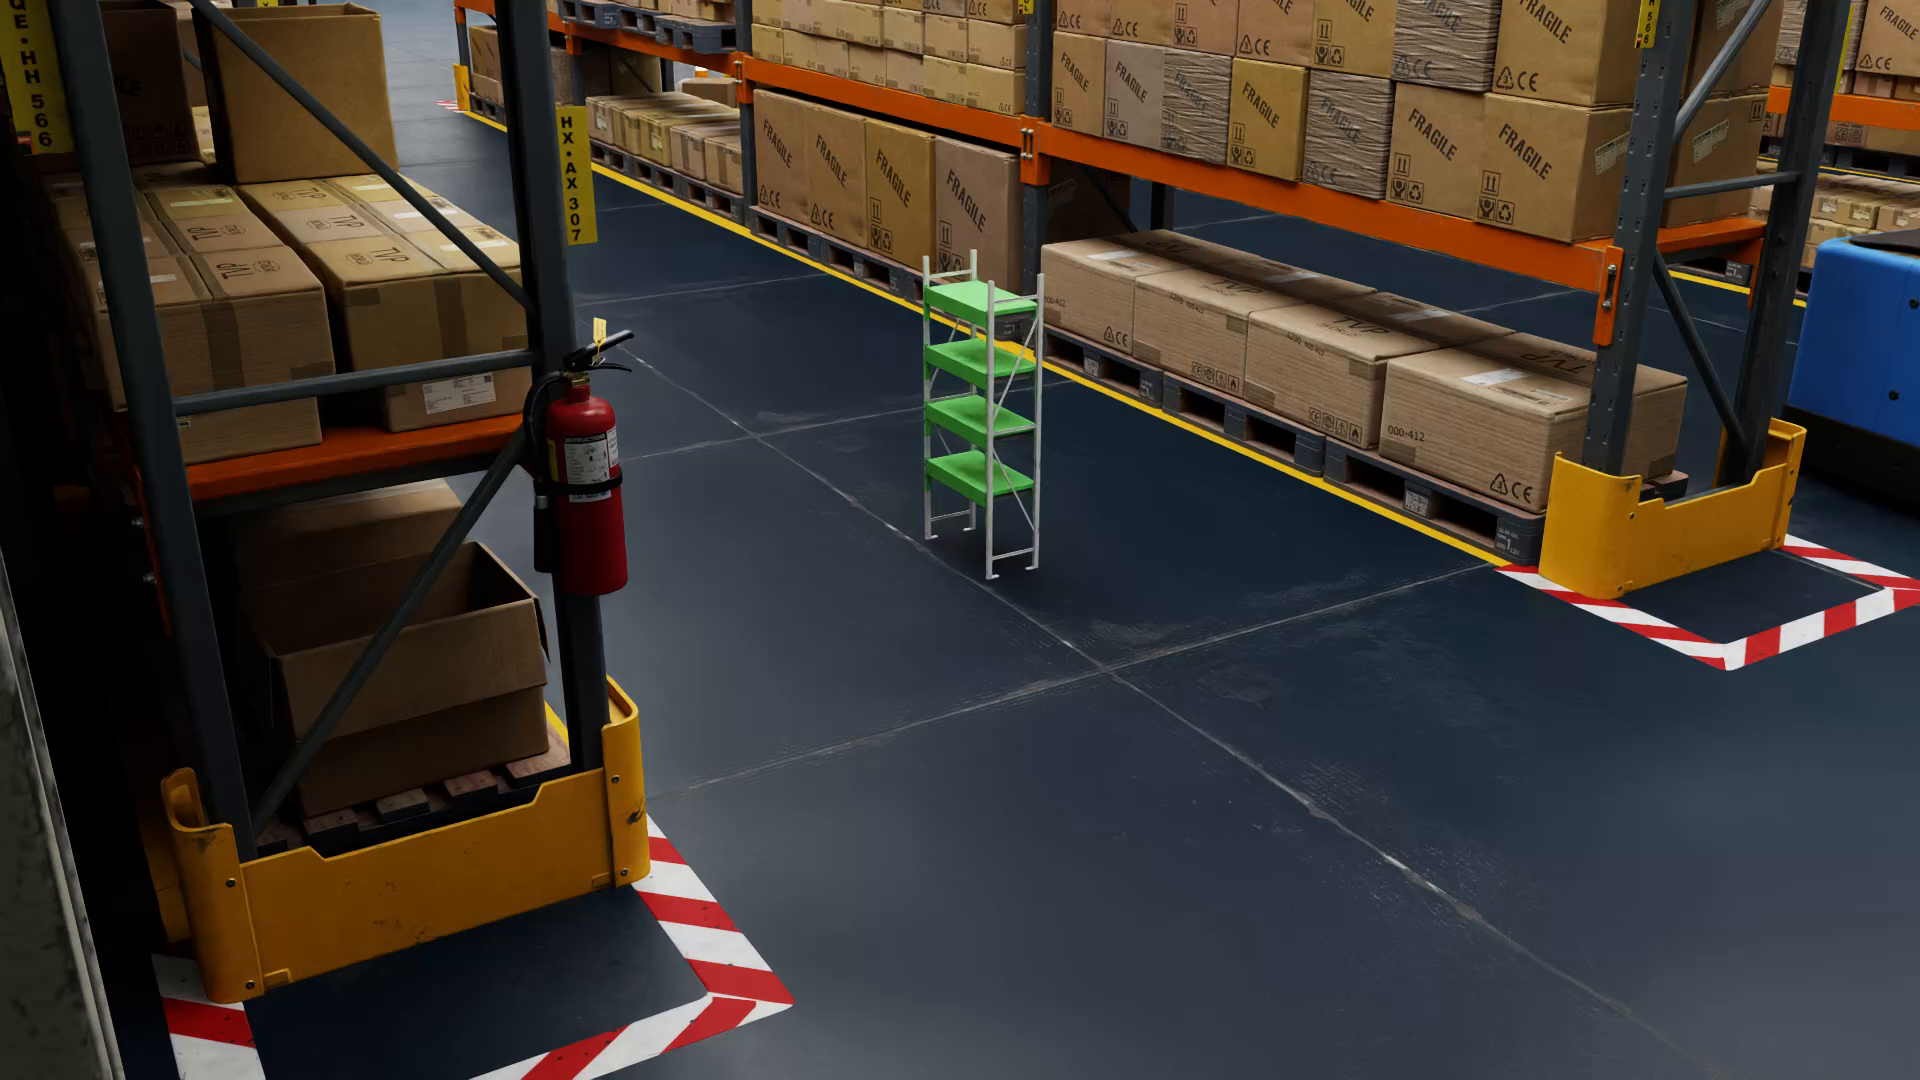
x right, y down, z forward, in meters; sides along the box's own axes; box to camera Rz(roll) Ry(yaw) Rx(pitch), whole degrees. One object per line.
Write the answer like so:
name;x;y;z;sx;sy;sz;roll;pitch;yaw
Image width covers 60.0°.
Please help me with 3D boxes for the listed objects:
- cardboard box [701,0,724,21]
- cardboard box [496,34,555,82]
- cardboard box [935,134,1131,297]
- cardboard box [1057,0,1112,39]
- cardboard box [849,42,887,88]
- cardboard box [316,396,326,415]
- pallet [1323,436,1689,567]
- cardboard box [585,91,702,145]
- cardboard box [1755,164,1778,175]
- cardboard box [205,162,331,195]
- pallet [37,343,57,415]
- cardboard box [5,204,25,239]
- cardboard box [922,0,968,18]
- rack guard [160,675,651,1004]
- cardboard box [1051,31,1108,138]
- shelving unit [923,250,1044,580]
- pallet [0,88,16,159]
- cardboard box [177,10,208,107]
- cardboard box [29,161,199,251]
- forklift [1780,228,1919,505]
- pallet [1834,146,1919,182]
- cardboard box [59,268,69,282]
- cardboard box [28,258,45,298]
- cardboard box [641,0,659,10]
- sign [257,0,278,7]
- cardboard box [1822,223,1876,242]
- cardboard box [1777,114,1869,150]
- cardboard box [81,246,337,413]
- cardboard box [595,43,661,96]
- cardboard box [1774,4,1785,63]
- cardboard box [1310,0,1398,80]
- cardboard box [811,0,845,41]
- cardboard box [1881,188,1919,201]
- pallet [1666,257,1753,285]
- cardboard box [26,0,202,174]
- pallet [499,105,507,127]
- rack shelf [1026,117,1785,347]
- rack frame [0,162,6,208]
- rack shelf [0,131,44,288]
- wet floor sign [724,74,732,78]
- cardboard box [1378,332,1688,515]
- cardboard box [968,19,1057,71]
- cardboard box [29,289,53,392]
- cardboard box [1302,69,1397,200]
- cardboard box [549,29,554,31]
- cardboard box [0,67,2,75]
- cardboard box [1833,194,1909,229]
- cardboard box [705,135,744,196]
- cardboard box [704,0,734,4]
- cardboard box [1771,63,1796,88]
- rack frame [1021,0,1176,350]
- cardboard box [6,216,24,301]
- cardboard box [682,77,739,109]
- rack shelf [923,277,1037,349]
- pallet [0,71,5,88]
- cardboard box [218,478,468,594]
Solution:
cardboard box;-1.790;-4.125;12.925;0.380;0.149;0.250;-12;25;-27
cardboard box;-4.600;-5.117;17.687;0.500;0.500;0.500;-12;25;-27
cardboard box;0.437;-2.014;10.219;0.875;0.875;0.875;-12;25;-27
cardboard box;0.857;-2.927;8.741;0.500;0.500;0.500;-12;25;-28
cardboard box;-0.392;-3.144;10.935;0.500;0.250;0.500;-13;25;-28
cardboard box;-1.877;-0.401;4.320;0.380;0.149;0.250;-12;25;-27
pallet;2.390;-0.276;7.381;1.003;0.211;1.213;-13;25;-28
cardboard box;-2.994;-4.016;15.813;0.950;0.372;0.625;-12;25;-28
cardboard box;5.730;-2.533;11.671;0.380;0.149;0.250;-13;25;-29
cardboard box;-2.199;-1.123;5.567;0.500;0.250;0.500;-13;26;-30
pallet;-4.518;-1.022;9.218;1.003;0.211;1.213;-13;25;-28
cardboard box;-5.120;-1.804;9.338;0.380;0.149;0.250;-14;26;-31
cardboard box;0.108;-3.391;9.881;0.500;0.500;0.500;-12;25;-27
rack guard;-1.439;0.766;4.436;1.175;0.500;0.348;-13;25;-28
cardboard box;0.837;-2.463;8.926;0.500;0.500;0.500;-12;25;-27
shelving unit;0.085;-0.502;6.626;0.258;1.200;0.503;-13;25;-28
pallet;-4.489;-2.240;8.766;1.003;0.211;1.213;-13;25;-28
cardboard box;-3.498;-2.103;7.484;0.700;0.500;0.500;-12;25;-27
cardboard box;-2.898;-1.190;5.732;0.500;0.250;0.500;-12;25;-27
forklift;5.389;-1.777;7.462;3.031;2.935;1.130;-10;24;-23
pallet;8.883;-3.468;15.236;1.003;0.211;1.213;-13;25;-28
cardboard box;-2.631;-0.796;5.291;0.380;0.149;0.250;-13;25;-28
cardboard box;-4.303;-1.302;8.104;0.380;0.149;0.250;-14;26;-31
cardboard box;-2.450;-4.539;13.942;0.380;0.149;0.250;-14;26;-30
sign;-2.980;-2.171;7.190;0.100;0.325;0.005;-13;25;-28
cardboard box;5.732;-1.940;10.605;0.380;0.149;0.250;-12;25;-28
cardboard box;8.541;-4.227;15.664;1.225;0.875;0.875;-14;26;-30
cardboard box;-1.863;-0.534;4.118;0.500;0.250;0.500;-12;25;-27
cardboard box;-3.333;-4.719;16.709;0.500;0.500;0.500;-11;25;-26
cardboard box;5.321;-3.420;10.886;0.500;0.500;0.500;-13;25;-28
cardboard box;1.873;-2.268;7.119;0.500;0.500;0.500;-13;25;-29
cardboard box;-0.667;-3.533;11.227;0.500;0.250;0.500;-13;25;-28
cardboard box;6.194;-2.178;10.797;0.380;0.149;0.250;-13;25;-28
pallet;5.400;-2.101;11.872;1.003;0.211;1.213;-13;25;-28
cardboard box;-2.911;-1.545;5.609;0.500;0.500;0.500;-13;26;-30
pallet;-4.265;-4.522;17.830;1.003;0.211;1.213;-13;25;-28
rack shelf;1.844;-1.638;7.985;1.077;0.370;4.000;-13;25;-28
rack frame;-7.530;-4.252;13.462;1.000;3.000;0.127;-13;25;-28
rack shelf;-4.465;-1.977;8.819;1.077;0.370;4.000;-13;25;-28
wet floor sign;-2.821;-6.026;20.952;0.267;0.644;0.232;-18;28;-37
cardboard box;2.442;-0.526;7.138;0.875;0.438;0.875;-14;26;-30
cardboard box;0.388;-2.877;9.612;0.500;0.250;0.500;-13;25;-28
cardboard box;-4.194;-0.964;8.132;0.500;0.500;0.500;-14;26;-30
cardboard box;1.877;-1.805;7.309;0.500;0.500;0.500;-12;25;-27
cardboard box;-4.405;-5.394;18.368;0.500;0.500;0.500;-12;25;-26
cardboard box;-5.358;-3.002;9.694;0.500;0.500;0.500;-11;25;-26
cardboard box;5.800;-2.091;10.582;0.380;0.149;0.250;-12;25;-28
cardboard box;-1.501;-3.075;13.498;0.950;0.372;0.625;-15;26;-32
cardboard box;-1.692;-4.386;12.704;0.500;0.500;0.500;-13;26;-30
cardboard box;5.473;-3.004;10.723;0.380;0.149;0.250;-12;25;-27
rack frame;0.822;-2.619;9.442;1.000;3.000;0.127;-13;25;-28
cardboard box;-5.278;-1.641;9.799;0.500;0.500;0.500;-12;25;-28
cardboard box;-2.642;-4.660;17.781;0.500;0.500;0.500;4;22;9
rack shelf;0.085;-0.888;6.469;0.258;0.148;0.480;-13;25;-28
pallet;-5.080;-2.663;9.806;1.213;0.211;1.003;-13;25;-28
cardboard box;-2.034;0.095;5.527;0.700;0.500;0.500;-11;25;-26
